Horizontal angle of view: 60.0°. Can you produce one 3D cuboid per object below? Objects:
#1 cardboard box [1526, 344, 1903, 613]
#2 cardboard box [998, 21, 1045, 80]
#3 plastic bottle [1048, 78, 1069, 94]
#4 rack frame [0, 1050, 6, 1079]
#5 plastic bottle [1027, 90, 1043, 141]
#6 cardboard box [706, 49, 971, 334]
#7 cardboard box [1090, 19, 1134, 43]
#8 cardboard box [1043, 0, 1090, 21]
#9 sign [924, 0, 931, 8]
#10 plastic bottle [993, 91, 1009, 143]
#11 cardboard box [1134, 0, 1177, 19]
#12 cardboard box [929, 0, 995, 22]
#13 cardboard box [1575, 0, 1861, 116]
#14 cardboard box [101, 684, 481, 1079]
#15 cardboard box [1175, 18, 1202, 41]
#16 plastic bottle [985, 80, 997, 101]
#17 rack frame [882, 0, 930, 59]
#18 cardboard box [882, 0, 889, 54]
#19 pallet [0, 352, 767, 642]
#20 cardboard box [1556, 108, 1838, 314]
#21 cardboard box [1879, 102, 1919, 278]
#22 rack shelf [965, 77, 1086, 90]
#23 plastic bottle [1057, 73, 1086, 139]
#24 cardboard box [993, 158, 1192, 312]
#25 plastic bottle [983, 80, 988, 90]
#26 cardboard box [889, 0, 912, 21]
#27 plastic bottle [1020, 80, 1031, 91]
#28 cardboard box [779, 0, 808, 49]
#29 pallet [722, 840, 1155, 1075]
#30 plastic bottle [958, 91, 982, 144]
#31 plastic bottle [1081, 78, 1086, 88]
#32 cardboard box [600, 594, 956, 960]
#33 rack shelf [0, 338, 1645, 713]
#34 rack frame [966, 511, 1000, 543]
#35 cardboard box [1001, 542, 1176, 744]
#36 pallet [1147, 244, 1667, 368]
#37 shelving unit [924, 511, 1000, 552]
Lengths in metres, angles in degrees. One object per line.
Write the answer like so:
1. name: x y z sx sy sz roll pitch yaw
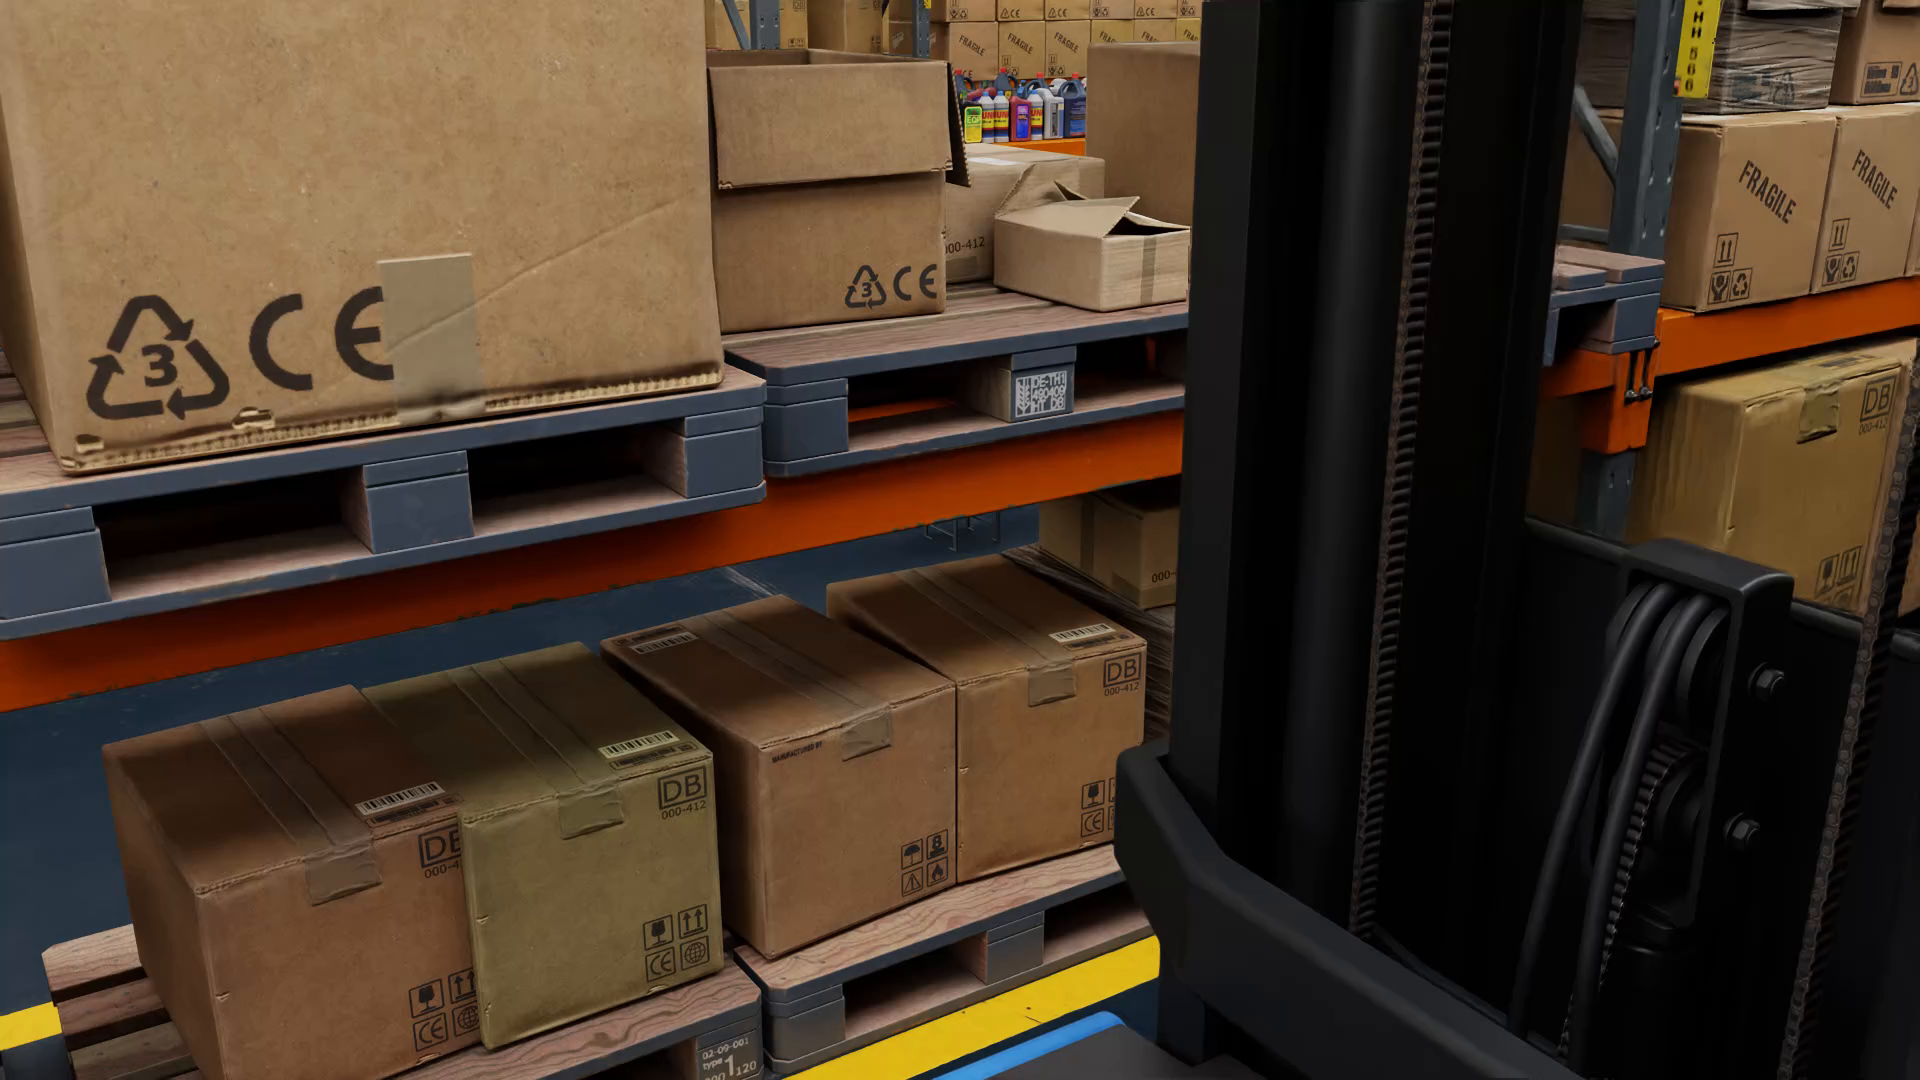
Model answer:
1. cardboard box: 2.110 -0.204 5.328 0.875 0.875 1.225 -13 23 -34
2. cardboard box: 0.419 -4.406 14.939 0.500 0.500 0.500 -11 22 -30
3. plastic bottle: 0.575 -2.683 10.191 0.135 0.276 0.152 -12 22 -31
4. rack frame: -1.819 -0.191 2.628 0.127 3.000 1.000 -12 22 -31
5. plastic bottle: 0.413 -2.366 9.261 0.097 0.271 0.097 0 19 0
6. cardboard box: -0.422 -0.769 3.520 0.637 0.503 0.797 -9 21 -26
7. cardboard box: 1.262 -4.584 15.464 0.500 0.500 0.500 -12 22 -32
8. cardboard box: 0.826 -4.961 15.019 0.500 0.500 0.500 -13 22 -33
9. sign: -0.274 -4.652 14.013 0.005 0.325 0.100 -12 22 -31
10. plastic bottle: 0.221 -2.326 9.141 0.097 0.271 0.097 0 19 0
11. cardboard box: 1.686 -5.143 15.556 0.500 0.500 0.500 -11 22 -30
12. cardboard box: -0.034 -4.780 14.482 0.500 0.500 0.500 -11 22 -30
13. cardboard box: 2.141 -1.543 4.903 0.637 0.503 0.797 -11 22 -30
14. cardboard box: -1.294 0.682 3.260 0.500 0.500 0.700 -14 23 -36
15. cardboard box: 2.102 -4.759 15.982 0.500 0.500 0.500 -12 22 -31
16. plastic bottle: 0.155 -2.592 9.910 0.133 0.283 0.061 -12 22 -31
17. rack frame: -0.583 -4.251 14.635 0.127 3.000 1.000 -12 22 -31
18. cardboard box: -0.991 -6.198 19.927 0.700 0.700 0.980 -12 22 -32
19. pallet: -1.101 -0.196 2.941 1.213 0.211 1.003 -12 22 -31
20. cardboard box: 2.077 -0.956 4.734 0.500 0.500 0.500 -11 22 -30
21. cardboard box: 2.933 -1.139 5.274 0.500 0.500 0.500 -12 22 -32
22. rack shelf: 1.088 -4.262 15.793 4.000 0.370 1.077 -12 22 -31
23. plastic bottle: 0.631 -2.459 9.411 0.185 0.351 0.144 -12 22 -31
24. cardboard box: 0.278 -0.665 3.583 0.258 0.266 0.396 -13 22 -33
25. plastic bottle: 0.121 -2.608 9.959 0.133 0.283 0.061 -12 22 -31
26. cardboard box: -0.303 -4.930 14.927 0.500 0.500 0.500 -12 22 -31
27. plastic bottle: 0.382 -2.651 10.102 0.097 0.271 0.097 0 19 0
28. cardboard box: -1.641 -4.336 14.074 0.500 0.500 0.700 -8 20 -23
29. pallet: -0.150 0.776 4.120 1.213 0.211 1.003 -12 22 -31
30. plastic bottle: 0.053 -2.289 9.014 0.133 0.283 0.061 -12 22 -31
31. plastic bottle: 0.769 -2.724 10.312 0.135 0.276 0.152 -12 22 -31
32. cardboard box: -0.418 0.504 3.786 0.500 0.500 0.700 -14 23 -36
33. rack shelf: -0.148 -0.203 3.785 4.000 0.370 1.077 -12 22 -31
34. rack frame: 0.092 -0.446 6.658 0.006 0.900 0.240 -12 22 -31
35. cardboard box: 0.517 0.304 4.377 0.500 0.500 0.700 -14 23 -36
36. pallet: 0.985 -0.651 4.287 1.003 0.211 1.213 -12 22 -31
37. shelving unit: 0.007 -0.428 6.605 0.210 0.900 0.258 -12 22 -31
